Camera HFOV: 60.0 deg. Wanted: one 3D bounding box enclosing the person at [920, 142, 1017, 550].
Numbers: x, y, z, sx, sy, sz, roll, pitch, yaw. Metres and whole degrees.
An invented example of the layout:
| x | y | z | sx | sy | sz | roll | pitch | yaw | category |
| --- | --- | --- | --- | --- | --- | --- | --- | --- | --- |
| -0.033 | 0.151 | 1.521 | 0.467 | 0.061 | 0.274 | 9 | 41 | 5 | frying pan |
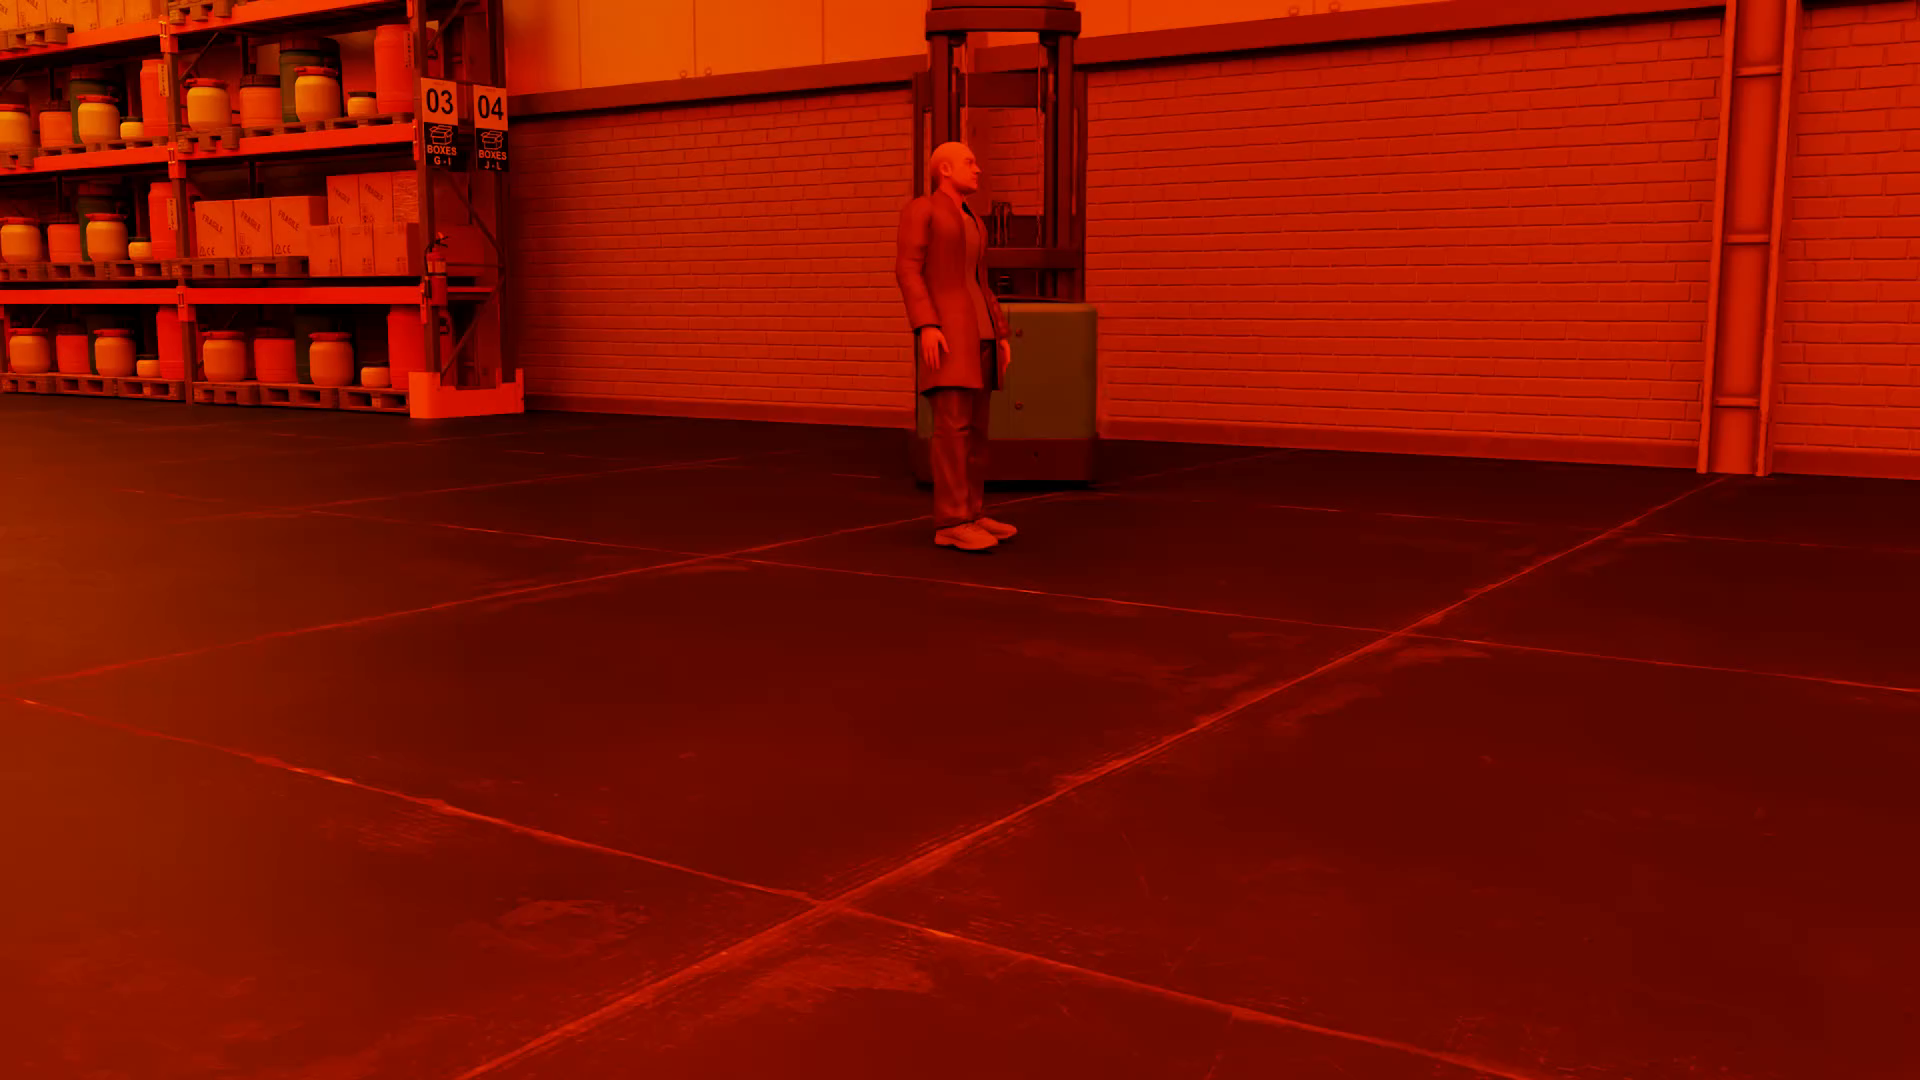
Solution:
| x | y | z | sx | sy | sz | roll | pitch | yaw | category |
| --- | --- | --- | --- | --- | --- | --- | --- | --- | --- |
| 0.079 | -0.878 | 7.414 | 0.561 | 1.775 | 0.649 | 5 | 10 | 34 | person |

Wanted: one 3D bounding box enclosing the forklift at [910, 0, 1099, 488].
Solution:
| x | y | z | sx | sy | sz | roll | pitch | yaw | category |
| --- | --- | --- | --- | --- | --- | --- | --- | --- | --- |
| 0.246 | -1.899 | 10.776 | 1.129 | 2.867 | 3.031 | 0 | 8 | -1 | forklift |
